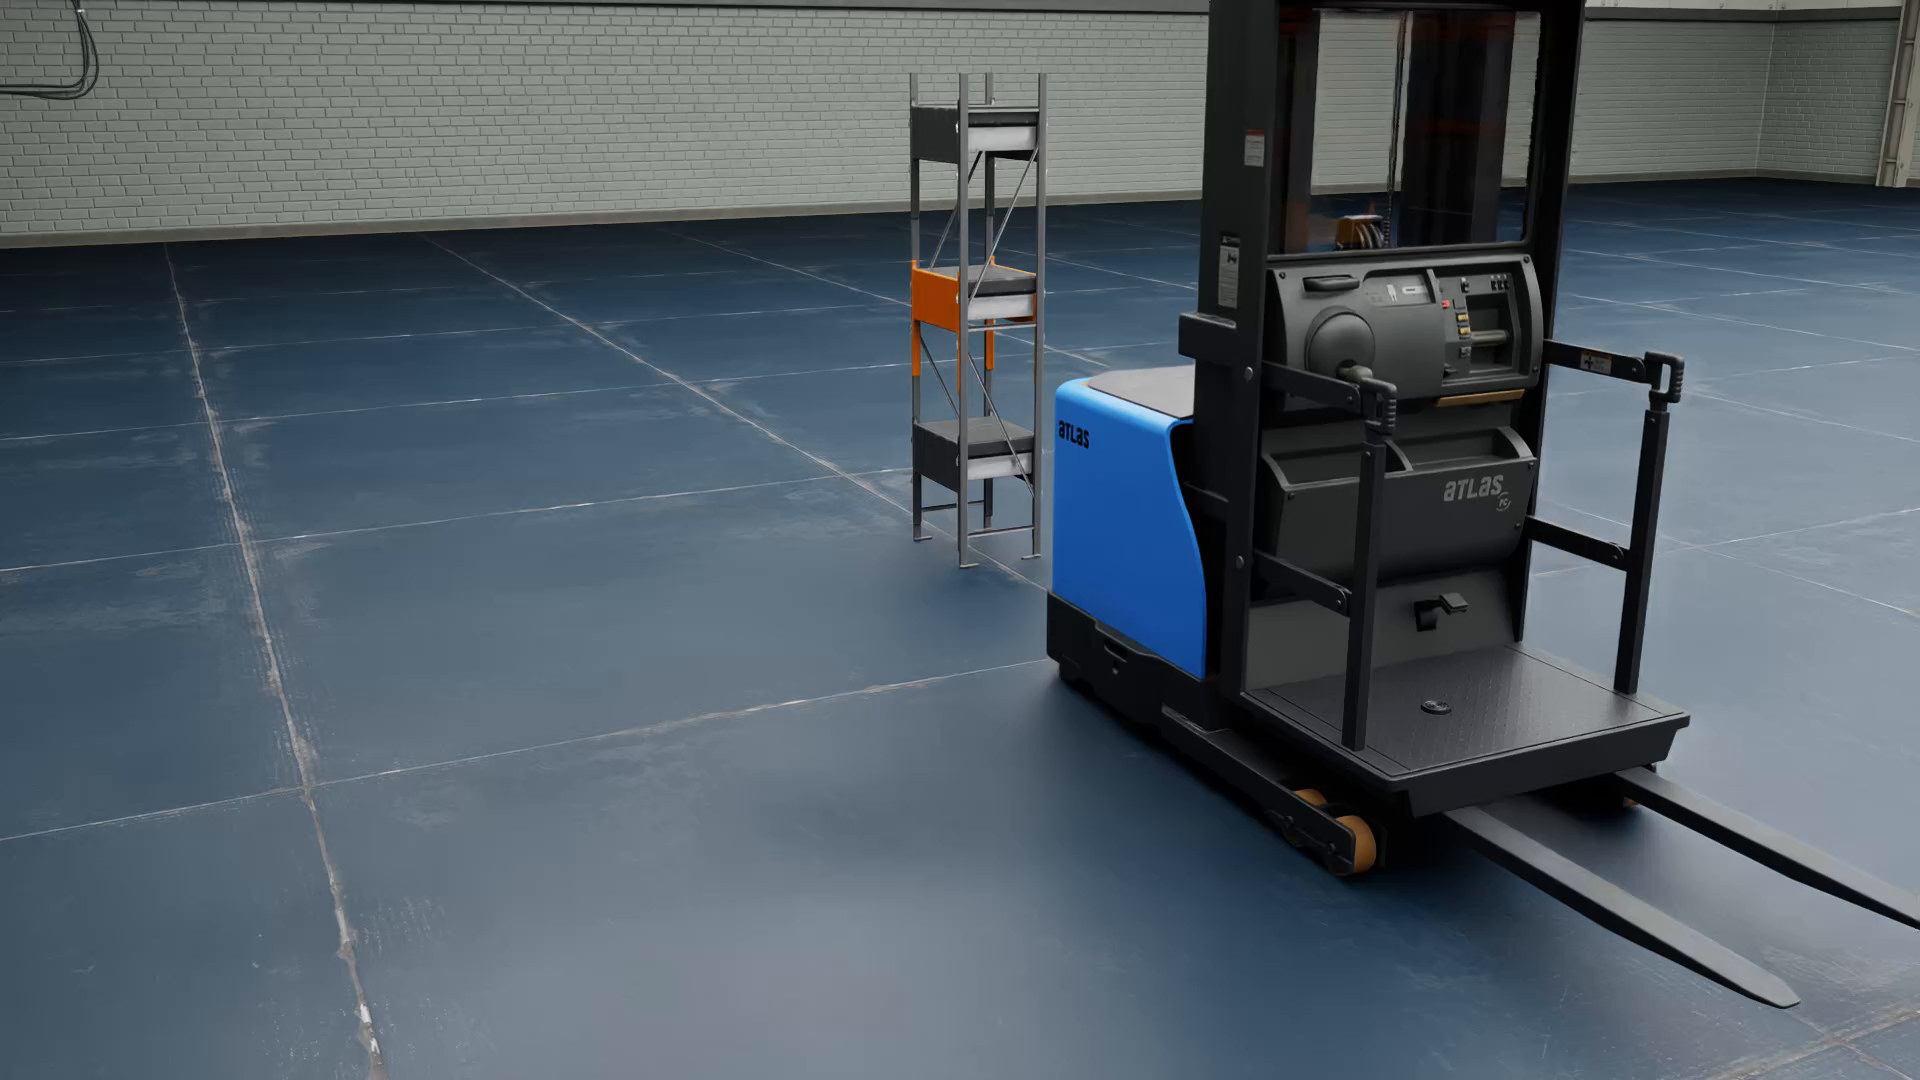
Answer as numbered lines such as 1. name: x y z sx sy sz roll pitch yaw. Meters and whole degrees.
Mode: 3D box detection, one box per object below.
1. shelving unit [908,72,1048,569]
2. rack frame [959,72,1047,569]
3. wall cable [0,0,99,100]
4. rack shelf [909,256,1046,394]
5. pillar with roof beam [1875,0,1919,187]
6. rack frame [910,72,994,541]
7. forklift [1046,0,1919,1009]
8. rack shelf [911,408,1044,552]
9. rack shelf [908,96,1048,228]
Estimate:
1. shelving unit: 0.073 -0.968 7.318 0.431 2.100 0.503 -8 18 -25
2. rack frame: 0.179 -0.908 7.107 0.400 2.100 0.015 -8 18 -25
3. wall cable: -11.661 -6.284 18.963 3.097 2.526 0.112 -8 18 -25
4. rack shelf: 0.073 -0.955 7.322 0.431 0.518 0.480 -8 18 -25
5. pillar with roof beam: 12.887 -10.172 26.884 9.100 9.000 0.400 -8 18 -25
6. rack frame: -0.034 -1.029 7.529 0.400 2.100 0.015 -8 18 -25
7. forklift: 1.396 -0.626 4.617 1.130 2.935 3.031 -7 18 -24
8. rack shelf: 0.073 -0.282 7.515 0.431 0.518 0.480 -8 18 -25
9. rack shelf: 0.072 -1.628 7.129 0.431 0.518 0.480 -8 18 -25
